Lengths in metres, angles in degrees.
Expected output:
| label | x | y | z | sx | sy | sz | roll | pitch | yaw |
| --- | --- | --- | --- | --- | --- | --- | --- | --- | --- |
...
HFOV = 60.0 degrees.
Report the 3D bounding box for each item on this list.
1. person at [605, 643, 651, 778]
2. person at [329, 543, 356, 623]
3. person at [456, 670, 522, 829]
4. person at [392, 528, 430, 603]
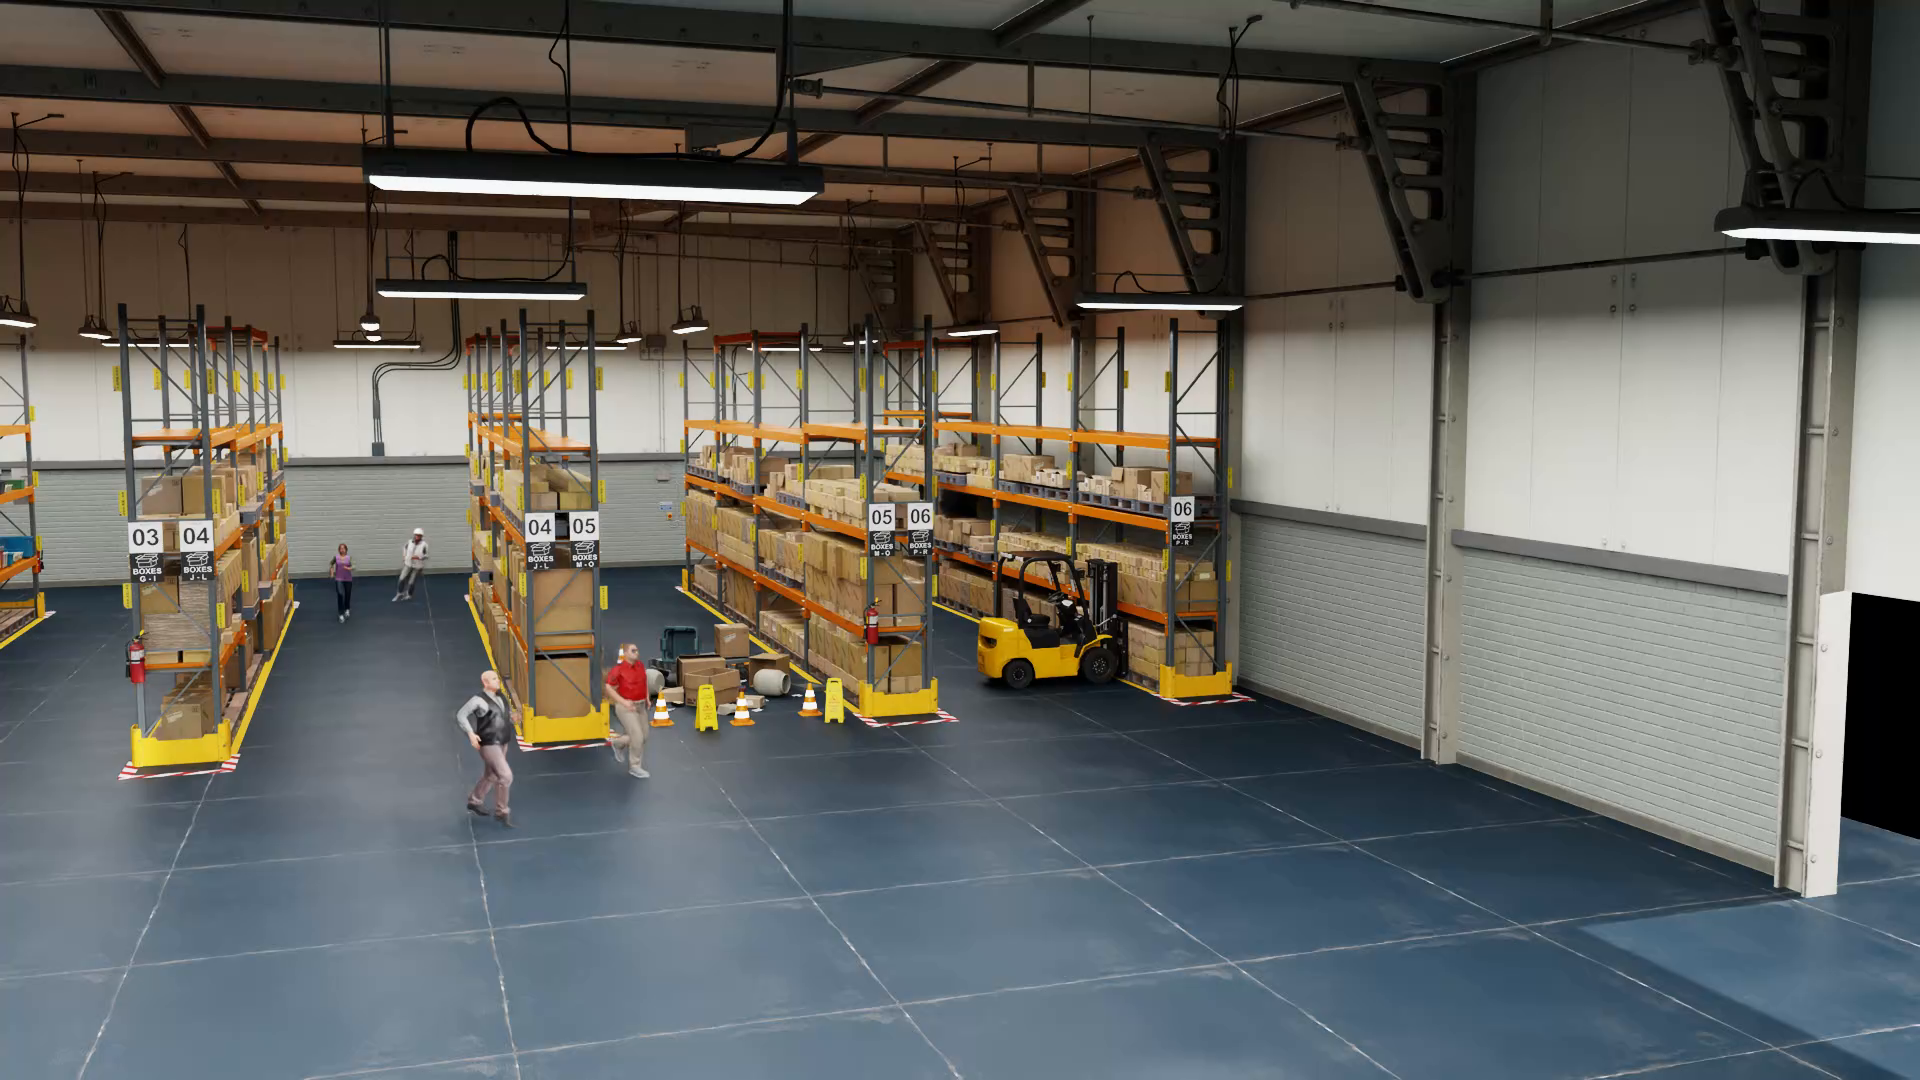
| label | x | y | z | sx | sy | sz | roll | pitch | yaw |
| --- | --- | --- | --- | --- | --- | --- | --- | --- | --- |
| person | -4.246 | 2.153 | 21.270 | 0.723 | 1.698 | 0.683 | 3 | 6 | 31 |
| person | -12.962 | 0.880 | 34.948 | 0.518 | 1.627 | 0.783 | -2 | 6 | -24 |
| person | -5.305 | 2.360 | 18.841 | 0.776 | 1.780 | 0.630 | 2 | 6 | 16 |
| person | -12.466 | 0.561 | 37.825 | 0.833 | 1.682 | 0.701 | 0 | 5 | 0 |
